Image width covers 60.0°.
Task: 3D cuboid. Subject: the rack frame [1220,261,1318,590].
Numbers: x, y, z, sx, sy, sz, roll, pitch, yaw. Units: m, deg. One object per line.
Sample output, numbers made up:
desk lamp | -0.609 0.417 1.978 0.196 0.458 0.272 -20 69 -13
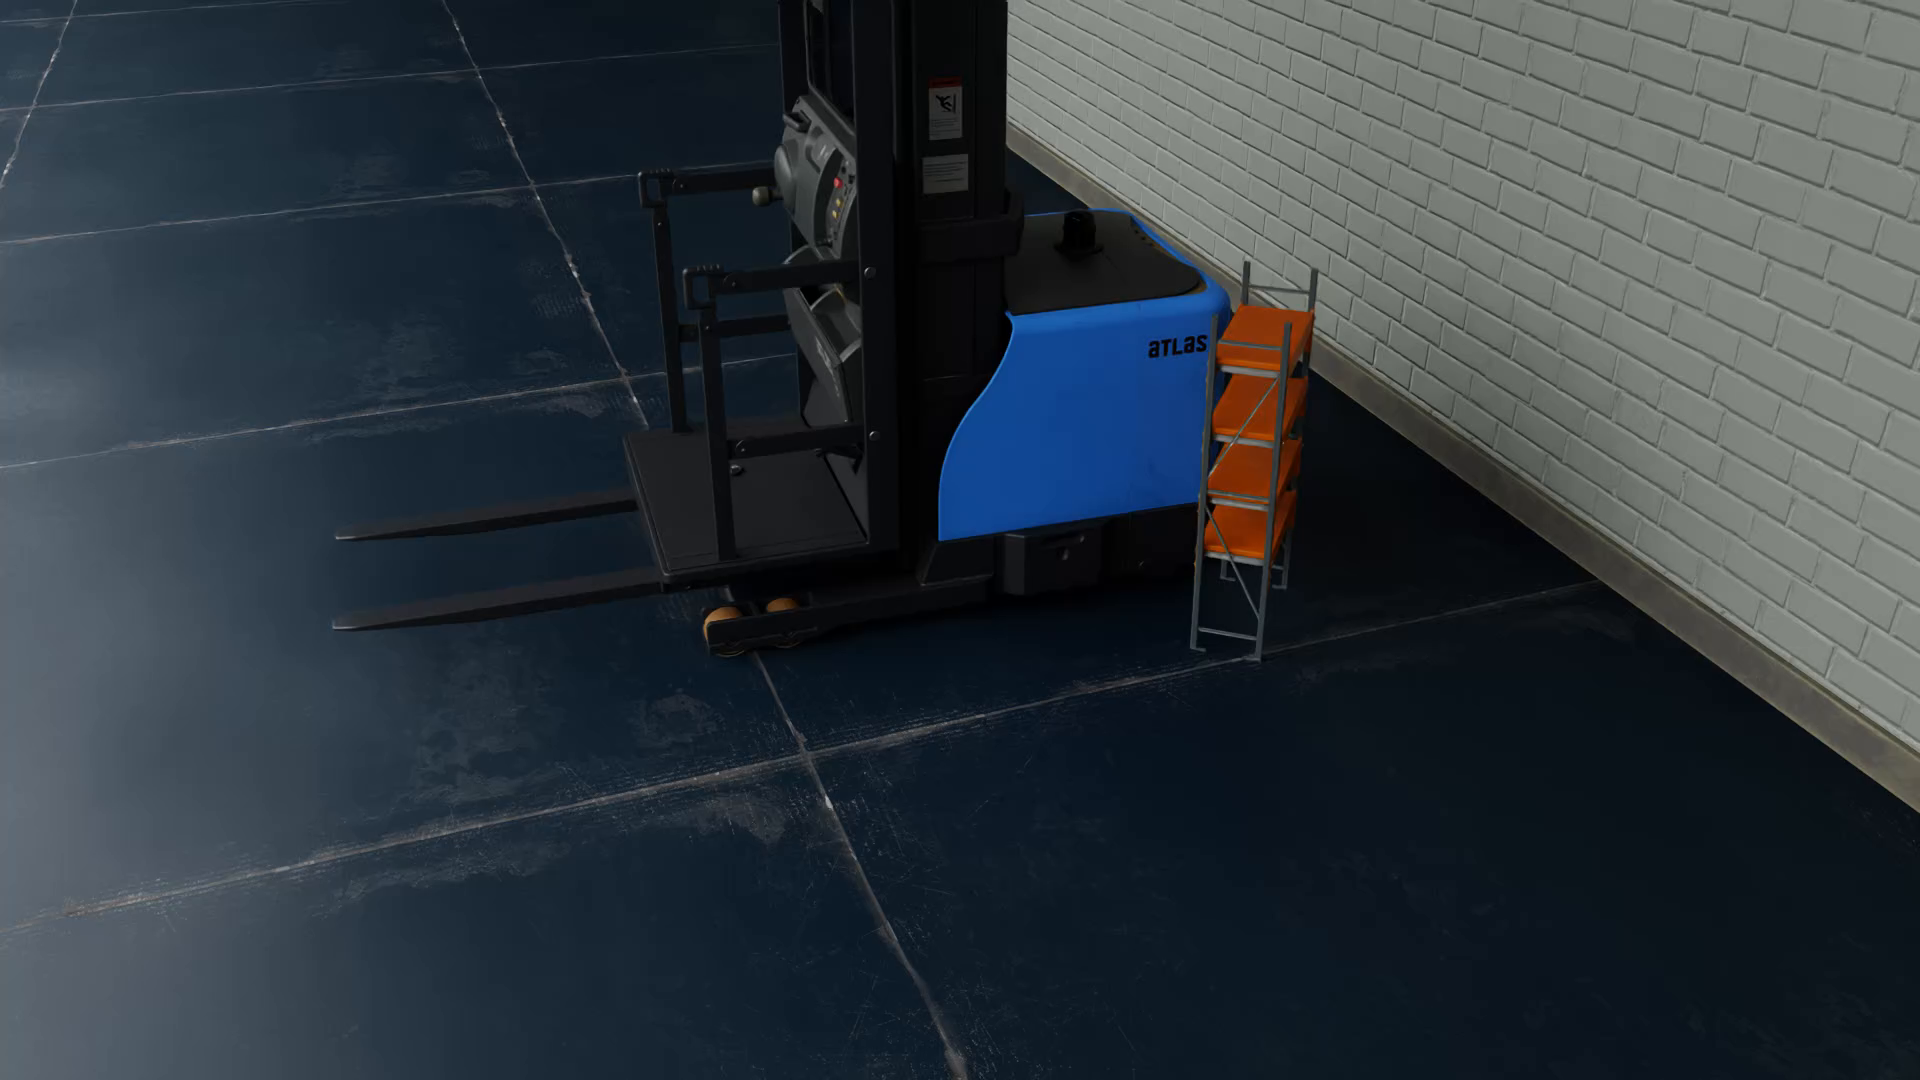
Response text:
rack frame | 1.047 -0.366 5.677 0.240 1.200 0.015 9 31 17

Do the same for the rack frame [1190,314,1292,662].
rack frame | 0.882 -0.139 5.278 0.240 1.200 0.015 9 31 17

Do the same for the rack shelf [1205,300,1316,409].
rack shelf | 0.959 -0.595 5.285 0.258 0.148 0.480 9 31 17

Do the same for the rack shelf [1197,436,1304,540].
rack shelf | 0.965 -0.194 5.511 0.258 0.148 0.480 9 31 17

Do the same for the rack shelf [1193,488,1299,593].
rack shelf | 0.968 -0.021 5.608 0.258 0.148 0.480 9 31 17

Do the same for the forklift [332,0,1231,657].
forklift | -0.653 -1.174 5.349 3.031 2.935 1.130 -9 31 -15

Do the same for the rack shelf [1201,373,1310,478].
rack shelf | 0.962 -0.389 5.401 0.258 0.148 0.480 9 31 17

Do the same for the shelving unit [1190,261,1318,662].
shelving unit | 0.964 -0.253 5.478 0.258 1.200 0.503 9 31 17
